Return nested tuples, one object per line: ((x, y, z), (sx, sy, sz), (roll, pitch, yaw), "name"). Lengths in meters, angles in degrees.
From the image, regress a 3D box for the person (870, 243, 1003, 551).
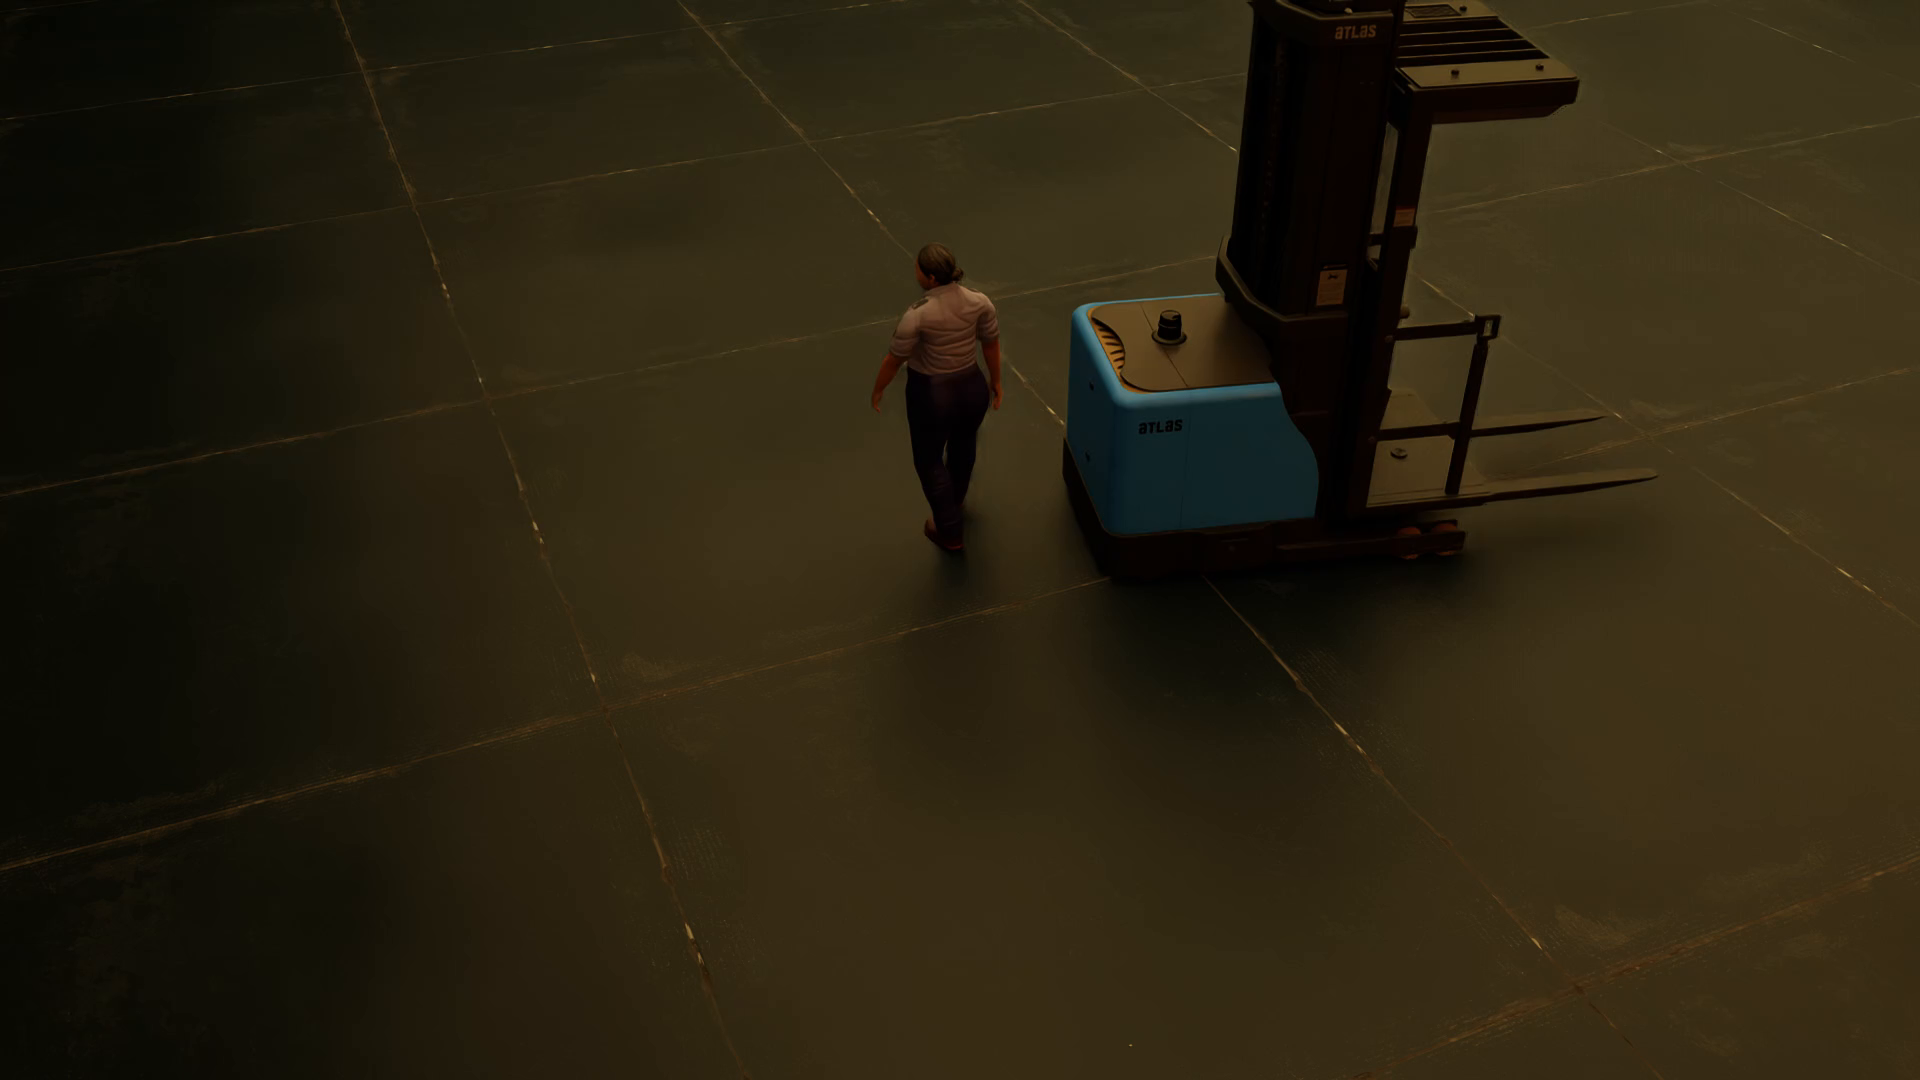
((-0.128, -0.763, 8.301), (0.630, 1.628, 0.625), (-19, 40, -25), "person")

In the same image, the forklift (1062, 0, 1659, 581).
((2.120, -1.393, 8.057), (3.031, 2.935, 1.130), (-6, 36, -8), "forklift")
